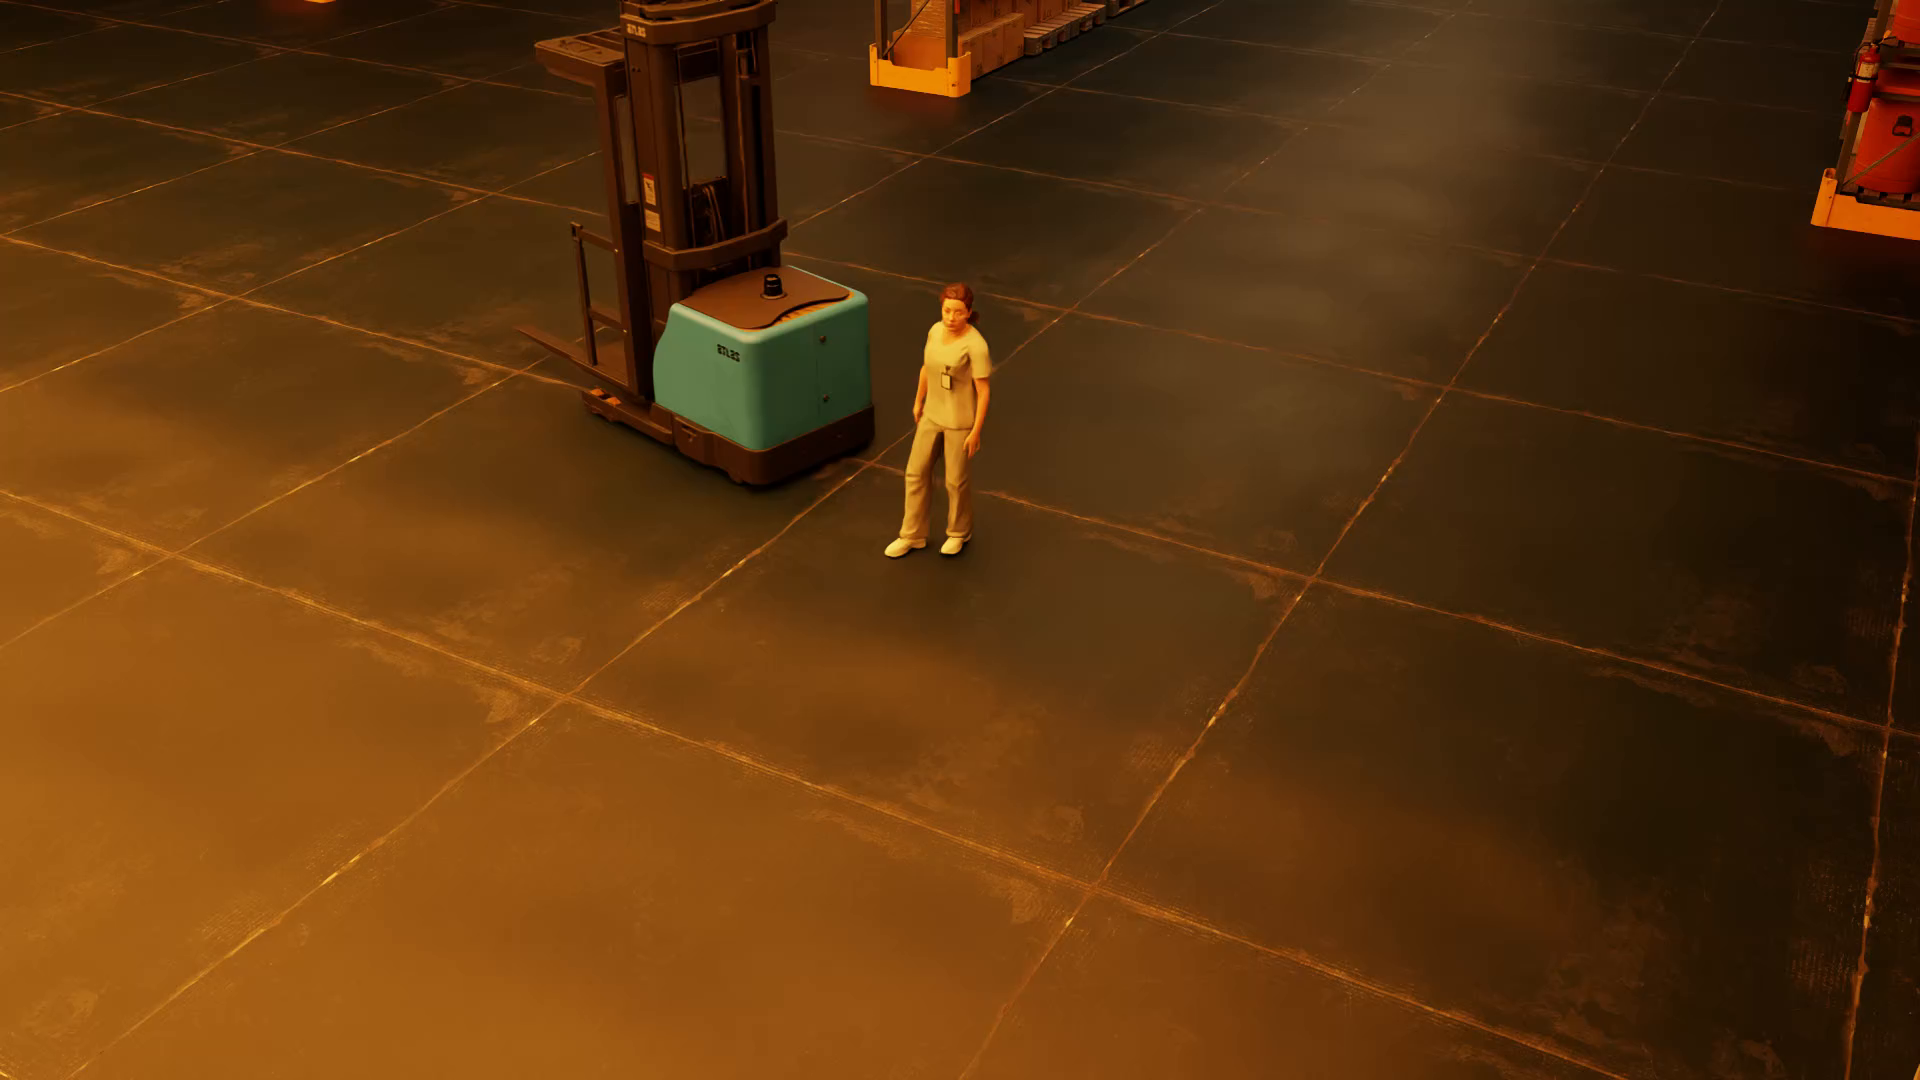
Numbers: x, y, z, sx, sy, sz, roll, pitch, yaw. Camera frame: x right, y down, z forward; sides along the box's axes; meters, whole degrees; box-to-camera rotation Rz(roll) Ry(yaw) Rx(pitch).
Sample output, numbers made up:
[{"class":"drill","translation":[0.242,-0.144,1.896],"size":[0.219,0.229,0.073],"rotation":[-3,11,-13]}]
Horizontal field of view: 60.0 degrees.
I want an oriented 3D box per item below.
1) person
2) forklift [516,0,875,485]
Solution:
[{"class":"person","translation":[-0.108,-0.646,9.465],"size":[0.577,1.660,0.574],"rotation":[22,37,33]},{"class":"forklift","translation":[-1.971,-2.244,10.959],"size":[3.031,2.935,1.130],"rotation":[26,39,37]}]
